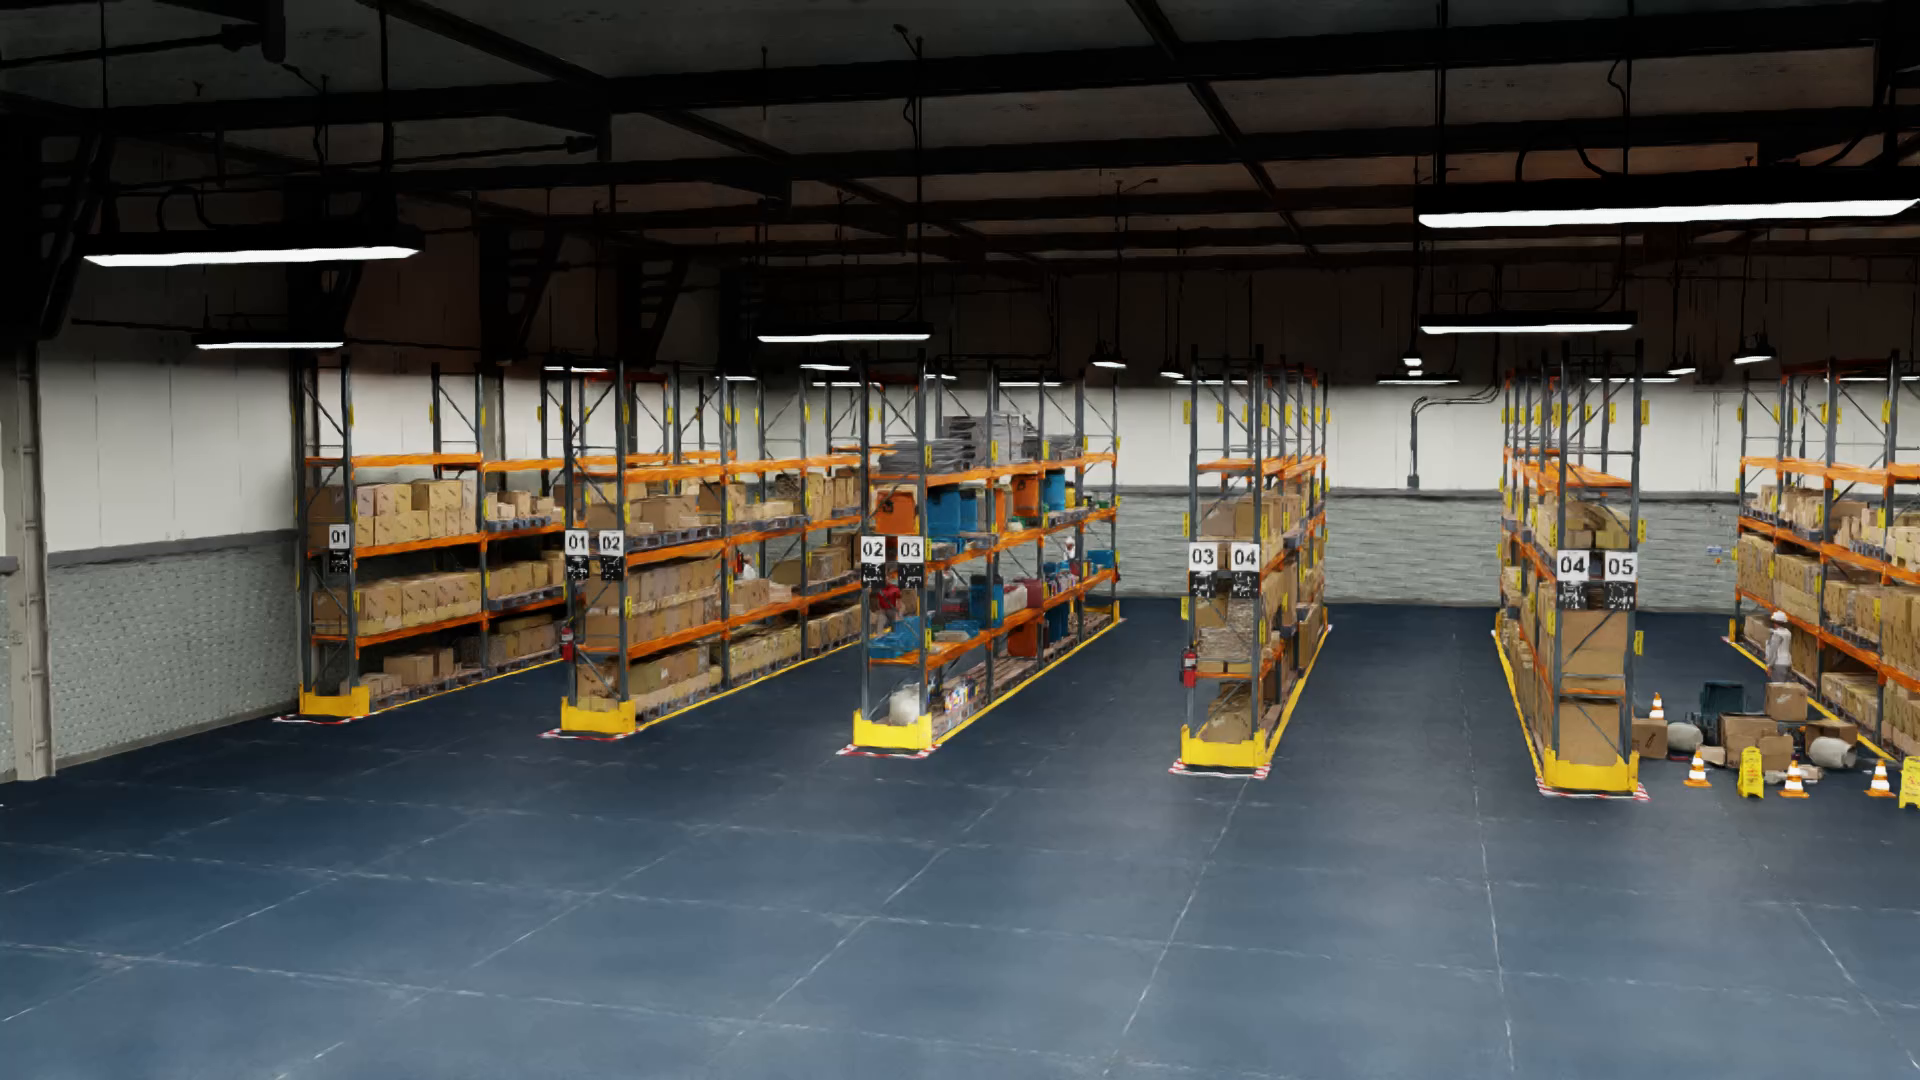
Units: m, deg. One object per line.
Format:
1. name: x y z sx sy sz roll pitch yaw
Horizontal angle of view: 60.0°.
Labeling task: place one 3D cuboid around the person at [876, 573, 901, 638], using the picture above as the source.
1. person: -1.520 1.517 35.298 0.540 1.646 1.130 1 4 13

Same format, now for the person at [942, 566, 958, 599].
1. person: -0.318 1.224 40.225 0.566 1.541 0.519 1 4 13

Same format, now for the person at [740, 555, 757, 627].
1. person: -4.889 1.230 38.483 0.518 1.775 0.634 -1 4 -9

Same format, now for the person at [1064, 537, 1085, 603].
1. person: 3.045 0.801 44.317 0.575 1.771 0.591 -3 6 -39

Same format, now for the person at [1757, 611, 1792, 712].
1. person: 13.440 2.050 27.385 0.586 1.768 0.638 4 6 41
